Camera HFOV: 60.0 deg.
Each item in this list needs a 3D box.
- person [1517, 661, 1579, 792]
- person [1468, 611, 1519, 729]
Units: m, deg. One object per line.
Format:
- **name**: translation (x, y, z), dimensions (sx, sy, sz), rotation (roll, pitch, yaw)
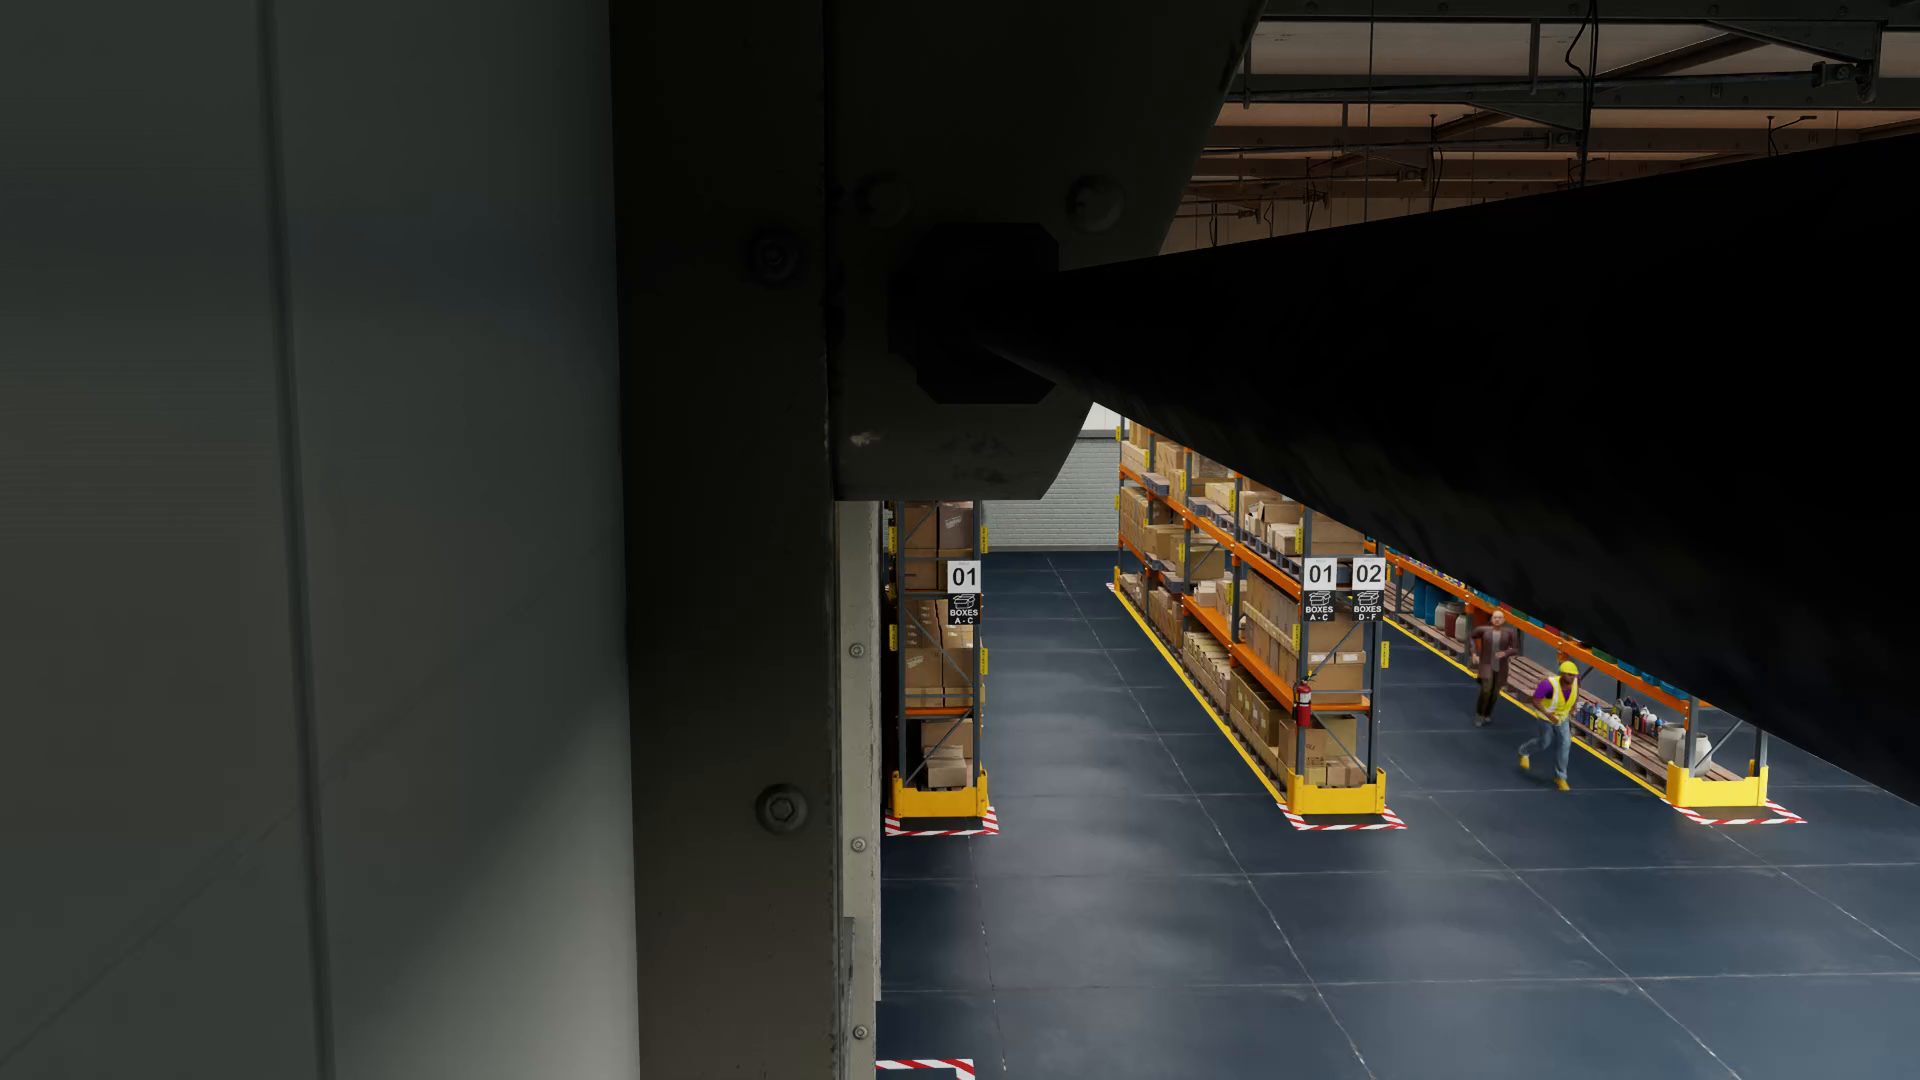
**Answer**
- **person**: translation (7.767, 2.370, 21.927), dimensions (0.735, 1.718, 1.033), rotation (-4, 9, -23)
- **person**: translation (7.920, 1.919, 24.702), dimensions (0.688, 1.773, 0.685), rotation (1, 8, 7)
